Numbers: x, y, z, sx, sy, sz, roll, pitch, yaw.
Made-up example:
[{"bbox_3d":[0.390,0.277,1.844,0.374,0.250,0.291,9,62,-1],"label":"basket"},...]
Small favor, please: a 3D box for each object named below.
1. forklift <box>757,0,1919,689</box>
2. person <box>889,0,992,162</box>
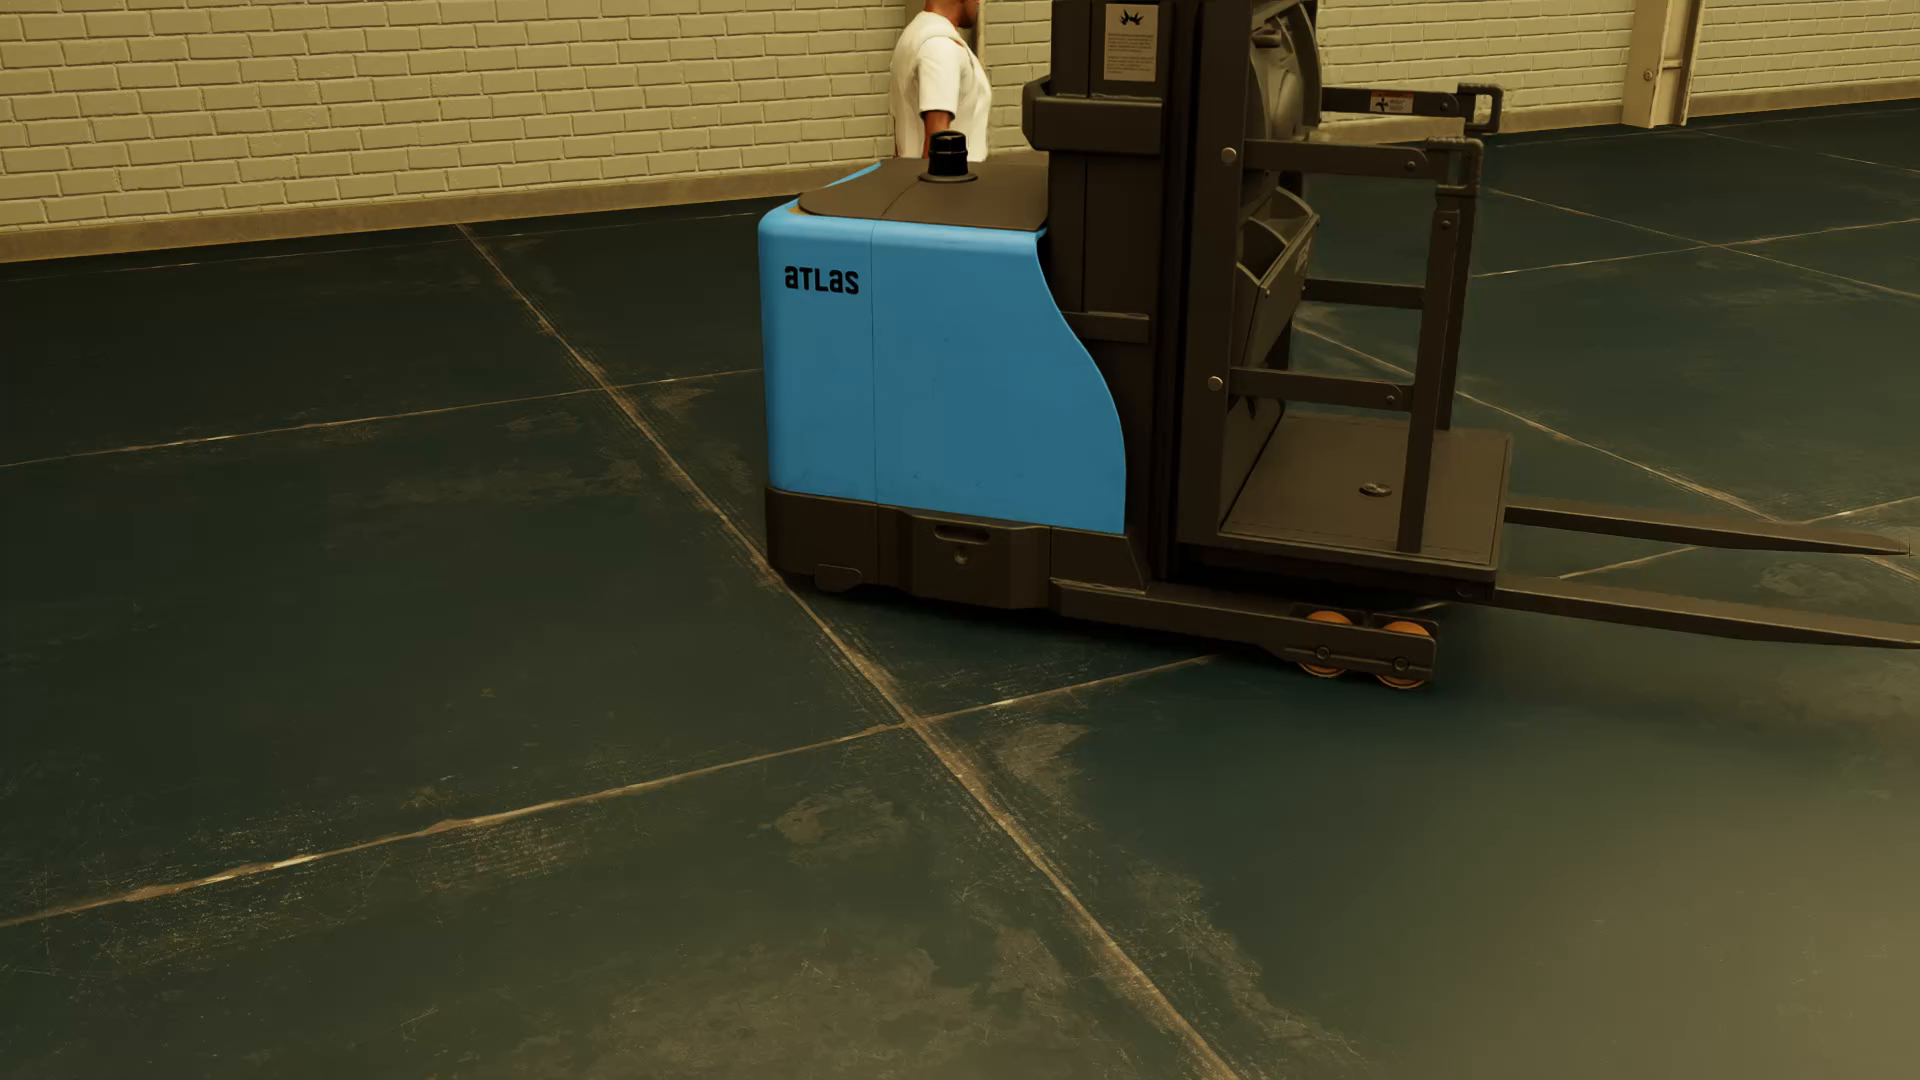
[{"bbox_3d":[1.020,-1.207,4.192,3.031,2.935,1.130,8,24,18],"label":"forklift"},{"bbox_3d":[-0.103,-1.162,5.738,0.502,1.718,0.897,-3,23,-8],"label":"person"}]
